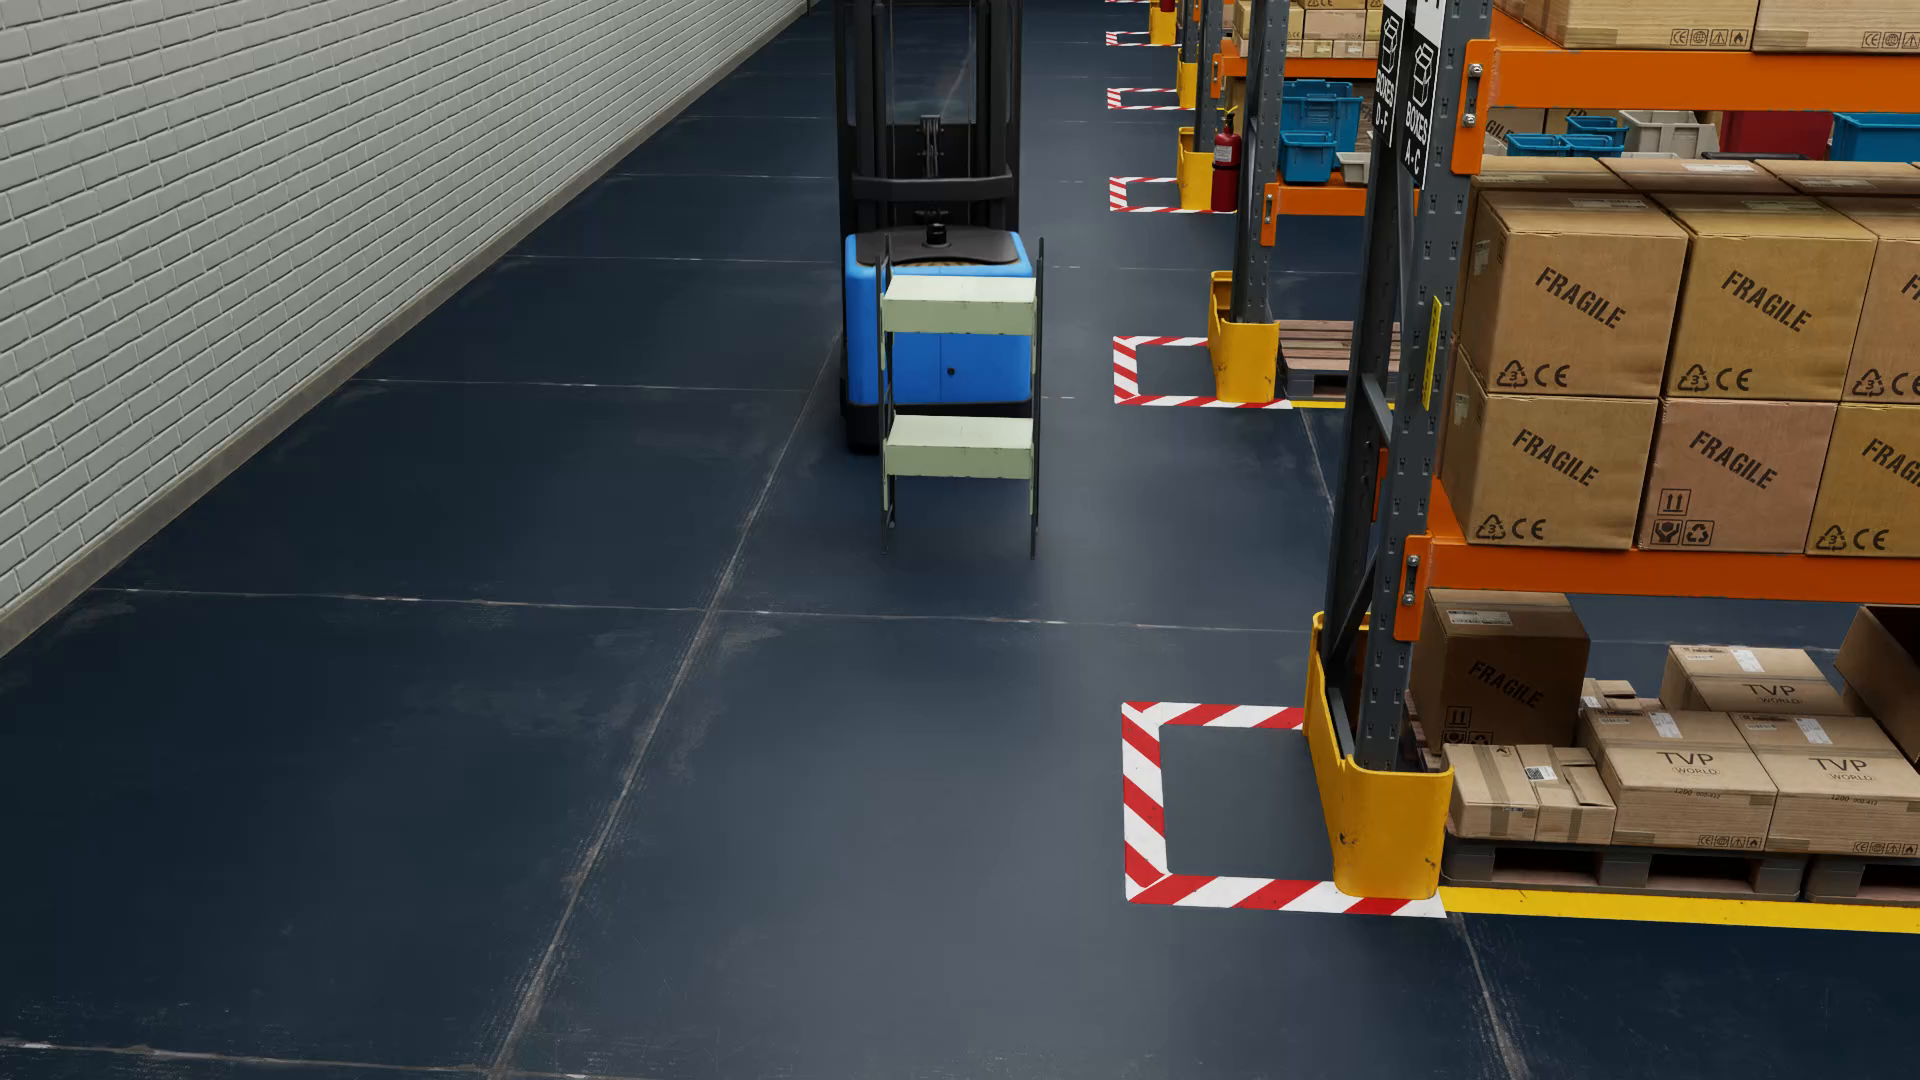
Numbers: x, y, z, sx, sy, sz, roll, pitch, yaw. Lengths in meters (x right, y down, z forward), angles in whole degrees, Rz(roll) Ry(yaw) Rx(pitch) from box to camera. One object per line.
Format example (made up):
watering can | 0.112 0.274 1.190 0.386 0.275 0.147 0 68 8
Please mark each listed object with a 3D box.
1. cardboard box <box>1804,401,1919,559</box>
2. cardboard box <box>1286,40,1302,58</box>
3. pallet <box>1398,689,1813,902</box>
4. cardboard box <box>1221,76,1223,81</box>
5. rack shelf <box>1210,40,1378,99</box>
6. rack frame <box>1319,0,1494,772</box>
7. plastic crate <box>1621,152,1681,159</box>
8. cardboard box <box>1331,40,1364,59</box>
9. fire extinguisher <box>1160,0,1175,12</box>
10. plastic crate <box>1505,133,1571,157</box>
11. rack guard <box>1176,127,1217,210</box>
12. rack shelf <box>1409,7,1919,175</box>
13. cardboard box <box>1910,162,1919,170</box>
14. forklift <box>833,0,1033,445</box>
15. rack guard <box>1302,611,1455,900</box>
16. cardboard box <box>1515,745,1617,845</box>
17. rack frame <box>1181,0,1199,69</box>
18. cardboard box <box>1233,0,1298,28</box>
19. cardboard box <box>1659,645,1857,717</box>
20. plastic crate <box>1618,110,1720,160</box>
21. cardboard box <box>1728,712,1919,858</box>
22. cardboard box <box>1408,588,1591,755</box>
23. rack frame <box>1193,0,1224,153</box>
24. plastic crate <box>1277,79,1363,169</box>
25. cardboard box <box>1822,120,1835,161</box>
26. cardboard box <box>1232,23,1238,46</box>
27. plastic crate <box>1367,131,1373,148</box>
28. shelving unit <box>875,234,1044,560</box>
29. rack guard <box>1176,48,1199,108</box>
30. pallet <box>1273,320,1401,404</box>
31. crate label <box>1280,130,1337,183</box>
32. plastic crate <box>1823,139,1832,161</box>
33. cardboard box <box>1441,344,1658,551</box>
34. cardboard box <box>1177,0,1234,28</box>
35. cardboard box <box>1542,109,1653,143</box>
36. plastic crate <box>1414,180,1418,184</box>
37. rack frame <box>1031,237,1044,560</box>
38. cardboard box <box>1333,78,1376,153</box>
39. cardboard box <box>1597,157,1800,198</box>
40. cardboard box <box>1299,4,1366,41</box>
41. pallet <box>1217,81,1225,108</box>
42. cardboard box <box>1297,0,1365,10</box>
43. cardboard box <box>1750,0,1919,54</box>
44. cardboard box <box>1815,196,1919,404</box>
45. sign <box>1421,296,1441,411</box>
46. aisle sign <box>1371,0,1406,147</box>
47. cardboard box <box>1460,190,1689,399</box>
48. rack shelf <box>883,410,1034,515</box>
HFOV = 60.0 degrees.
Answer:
cardboard box | 2.870 -0.274 5.227 0.500 0.500 0.500 2 25 4
cardboard box | 2.780 -4.242 14.271 0.250 0.149 0.380 1 25 3
pallet | 2.304 0.911 6.109 1.213 0.211 1.003 2 25 4
cardboard box | 3.216 -5.542 19.705 0.250 0.149 0.380 2 25 5
rack shelf | 4.189 -4.122 14.570 4.000 0.370 1.077 2 25 4
rack frame | 1.433 -0.384 5.586 0.127 3.000 1.000 2 25 4
plastic crate | 4.045 -2.158 9.686 0.466 0.136 0.293 2 25 4
cardboard box | 3.295 -4.226 14.237 0.250 0.149 0.380 1 25 3
fire extinguisher | 2.460 -6.572 19.574 0.183 0.674 0.296 2 25 4
plastic crate | 3.350 -2.212 9.688 0.300 0.233 0.416 2 25 4
rack guard | 2.171 -3.378 15.083 0.348 0.500 1.175 2 25 4
rack shelf | 3.427 -1.356 4.971 4.000 0.370 1.077 2 25 4
cardboard box | 3.431 -0.937 5.473 0.500 0.500 0.500 3 25 6
forklift | -0.202 -2.438 10.133 1.130 2.935 3.031 -2 25 -3
rack guard | 1.509 0.754 6.104 0.348 0.500 1.175 2 25 4
cardboard box | 2.074 0.868 5.729 0.250 0.166 0.380 2 25 4
rack frame | 2.676 -6.577 19.045 0.127 3.000 1.000 2 25 4
cardboard box | 2.699 -4.675 14.735 0.500 0.250 0.500 1 25 3
cardboard box | 2.939 0.623 6.161 0.500 0.250 0.500 2 25 4
plastic crate | 4.296 -2.419 10.080 0.530 0.282 0.437 2 25 4
cardboard box | 2.951 0.833 5.705 0.500 0.250 0.500 2 25 4
cardboard box | 1.994 0.467 6.202 0.500 0.500 0.500 2 25 4
rack frame | 2.195 -4.513 14.559 0.127 3.000 1.000 2 25 4
plastic crate | 2.164 -2.559 10.199 0.499 0.435 0.616 2 25 4
cardboard box | 7.714 -3.570 14.549 0.875 0.875 1.225 1 25 2
cardboard box | 2.575 -4.524 14.885 0.250 0.149 0.380 2 25 5
plastic crate | 2.643 -2.405 10.223 0.243 0.136 0.396 2 25 4
shelving unit | 0.007 -0.681 8.027 0.755 1.500 0.431 2 25 4
rack guard | 2.751 -5.439 19.562 0.348 0.500 1.175 2 25 4
pallet | 2.635 -1.139 10.563 1.213 0.211 1.003 2 25 4
crate label | 2.037 -2.254 9.780 0.303 0.233 0.416 2 25 4
plastic crate | 5.351 -2.302 9.999 0.243 0.136 0.396 2 25 4
cardboard box | 1.855 -0.305 5.296 0.500 0.500 0.500 2 25 5
cardboard box | 3.620 -7.690 24.028 0.875 0.438 0.875 1 25 2
cardboard box | 5.531 -3.665 14.755 0.875 0.875 0.875 2 25 4
plastic crate | 2.693 -2.233 9.734 0.300 0.233 0.416 2 25 4
rack frame | 0.372 -0.669 8.001 0.023 1.500 0.400 2 25 4
cardboard box | 3.747 -3.722 14.880 0.875 0.875 0.875 2 25 4
cardboard box | 2.402 -0.968 5.540 0.500 0.500 0.500 3 25 5
cardboard box | 3.172 -4.438 14.220 0.500 0.250 0.500 2 25 3
pallet | 3.559 -5.267 19.534 1.213 0.211 1.003 2 25 4
cardboard box | 3.152 -4.776 14.059 0.500 0.500 0.500 1 25 3
cardboard box | 2.423 -1.535 4.678 0.500 0.250 0.500 2 25 4
cardboard box | 2.876 -0.728 5.018 0.500 0.500 0.500 2 25 5
sign | 1.392 -0.551 4.914 0.005 0.325 0.100 2 25 4
aisle sign | 1.388 -1.695 5.325 0.004 0.787 0.394 2 25 4
cardboard box | 1.855 -0.759 5.087 0.500 0.500 0.500 3 25 6
rack shelf | 0.007 -0.385 8.163 0.720 0.370 0.431 2 25 4
